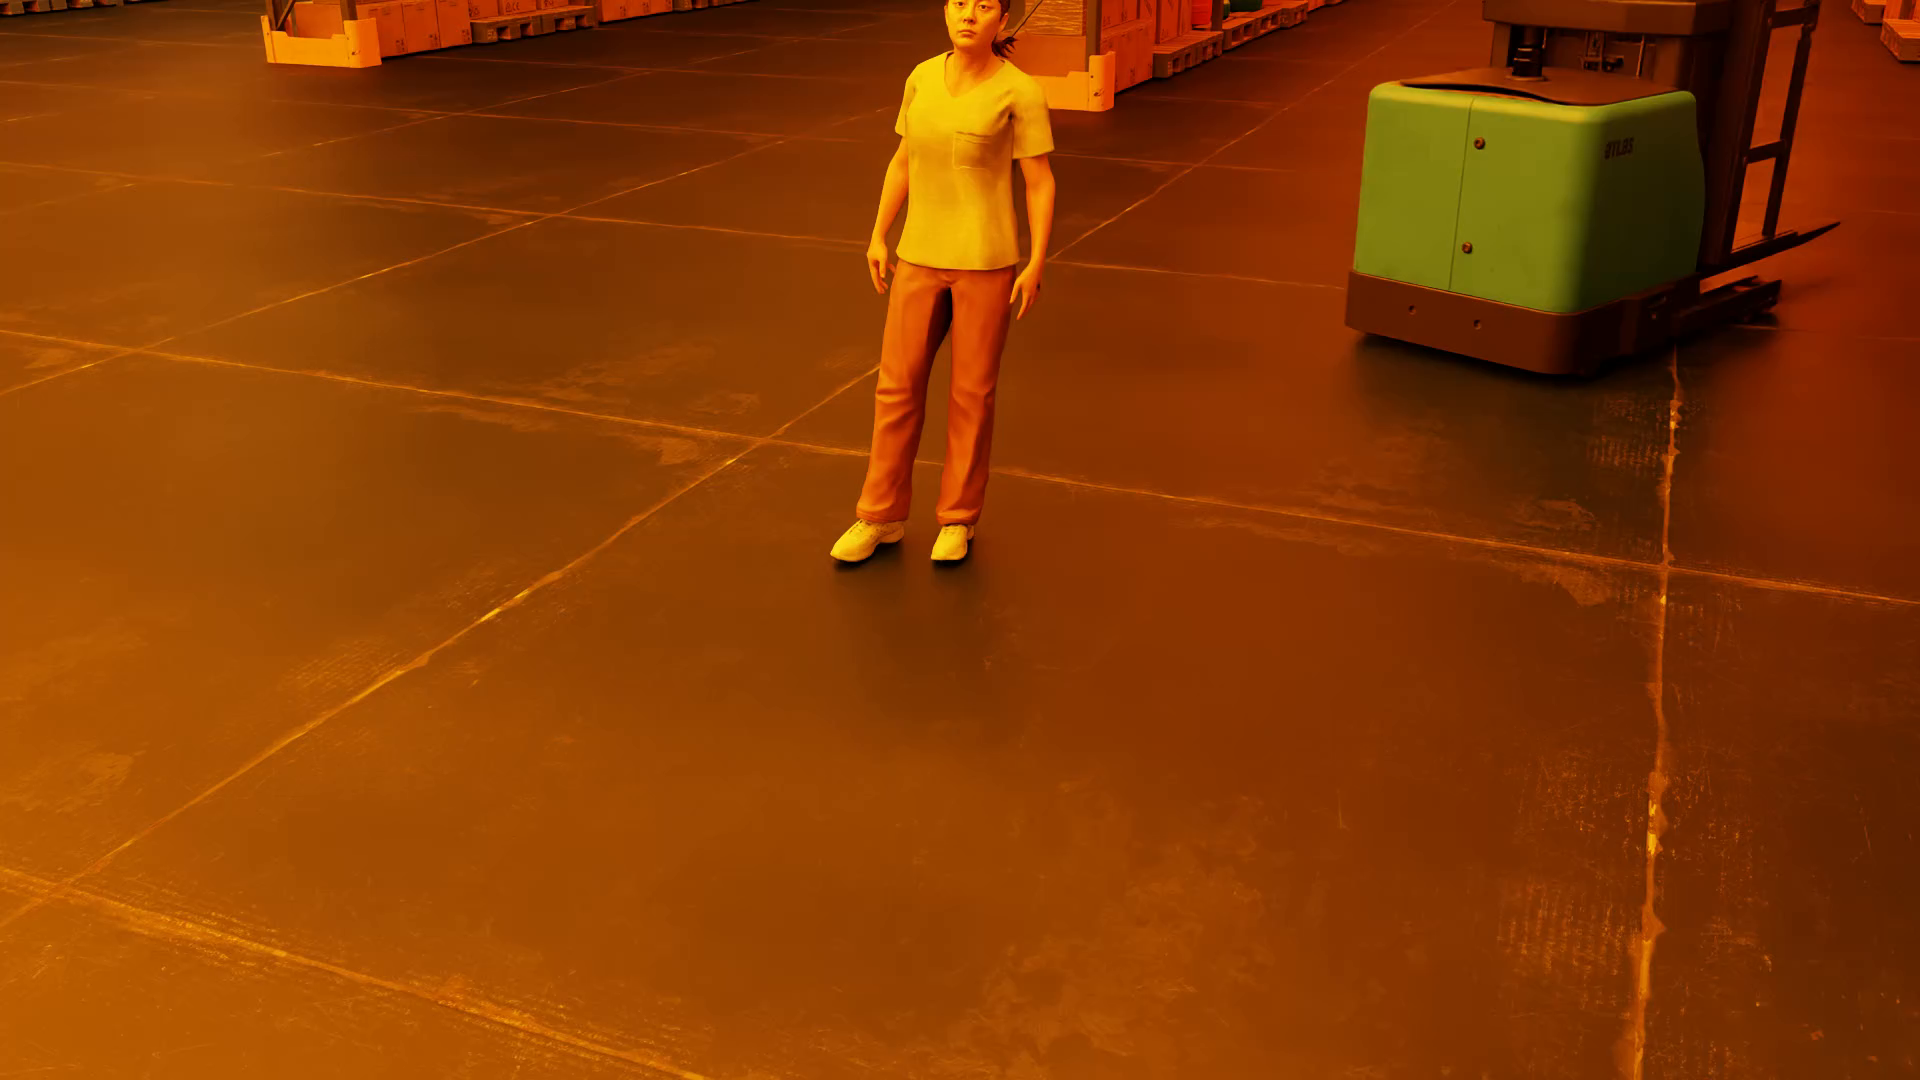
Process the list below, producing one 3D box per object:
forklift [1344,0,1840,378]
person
[{"bbox_3d":[3.074,-2.451,7.155,3.031,2.935,1.130,-19,29,-38],"label":"forklift"},{"bbox_3d":[-0.039,-0.755,4.708,0.553,1.675,0.549,9,24,21],"label":"person"}]
